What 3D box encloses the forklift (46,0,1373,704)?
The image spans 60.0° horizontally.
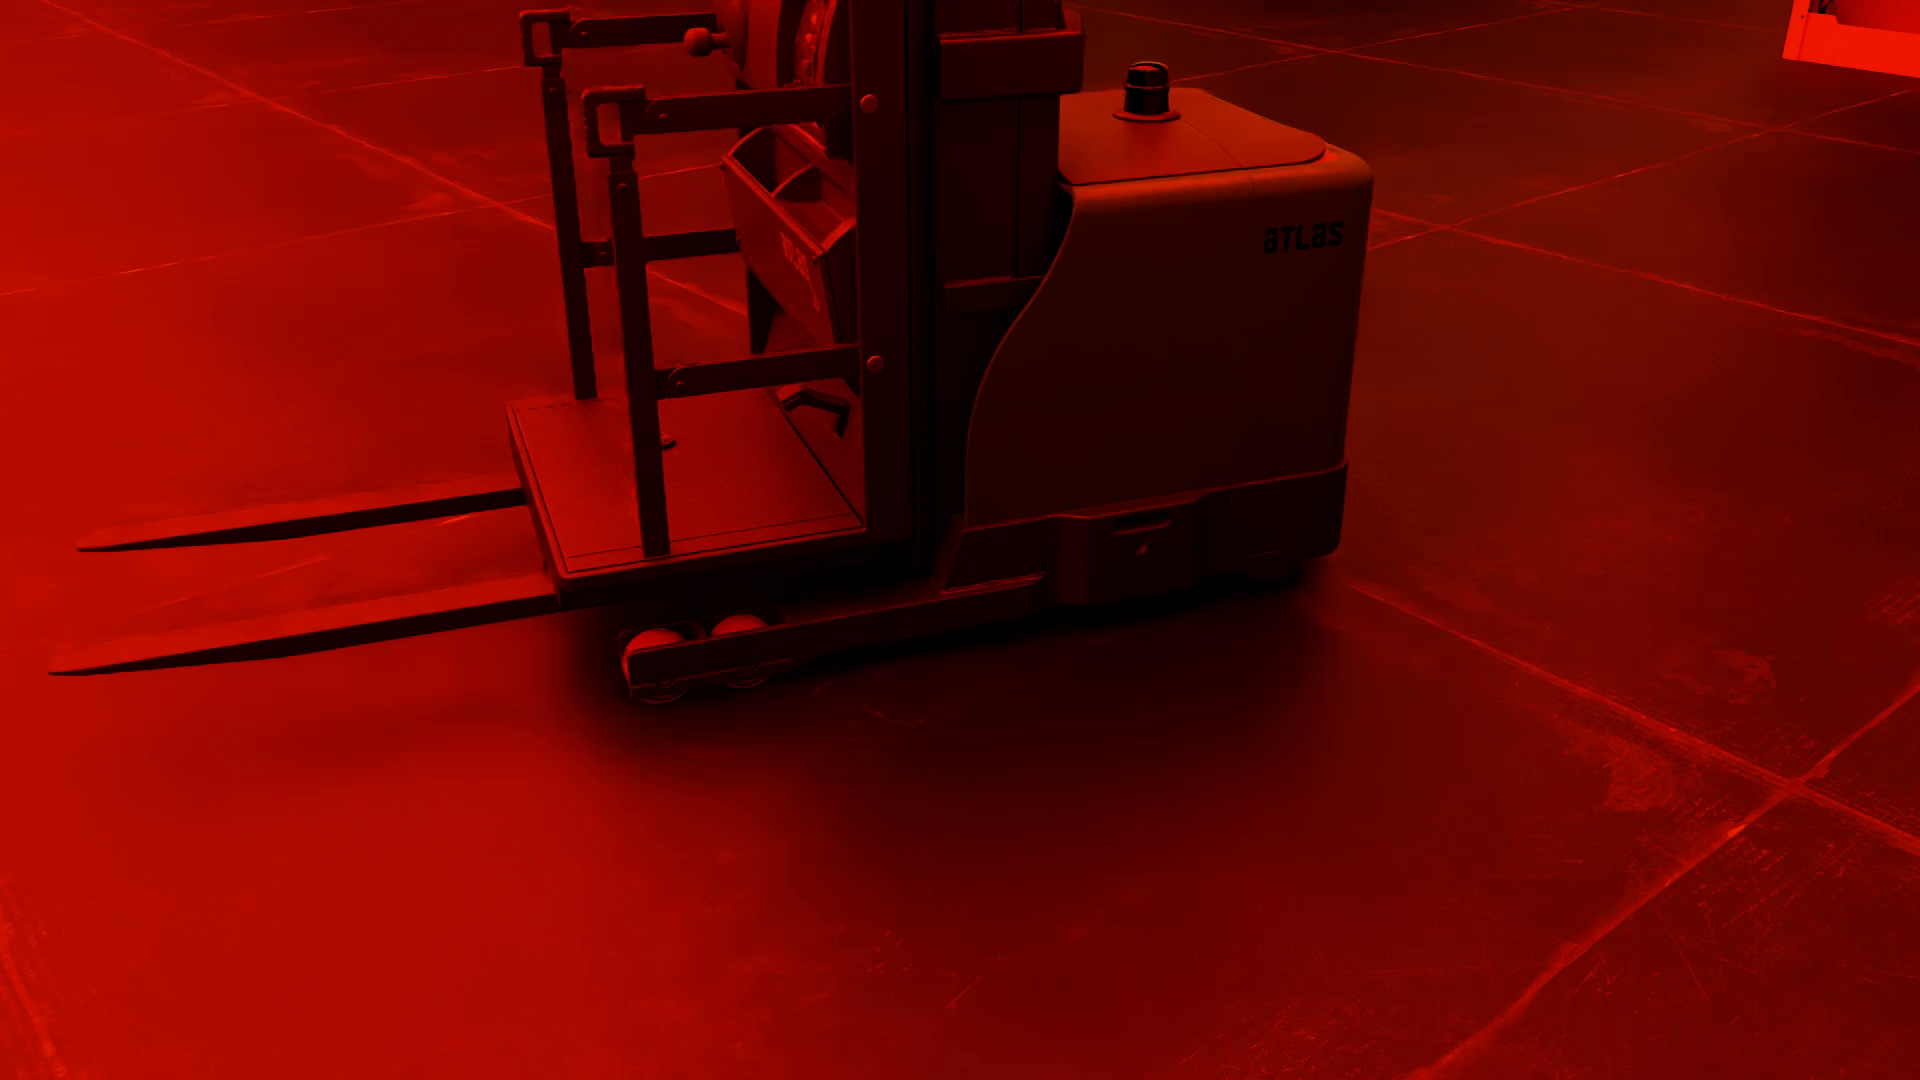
[{"bbox_3d":[-0.586,-1.208,3.638,3.031,2.935,1.130,-9,28,-18],"label":"forklift"}]
